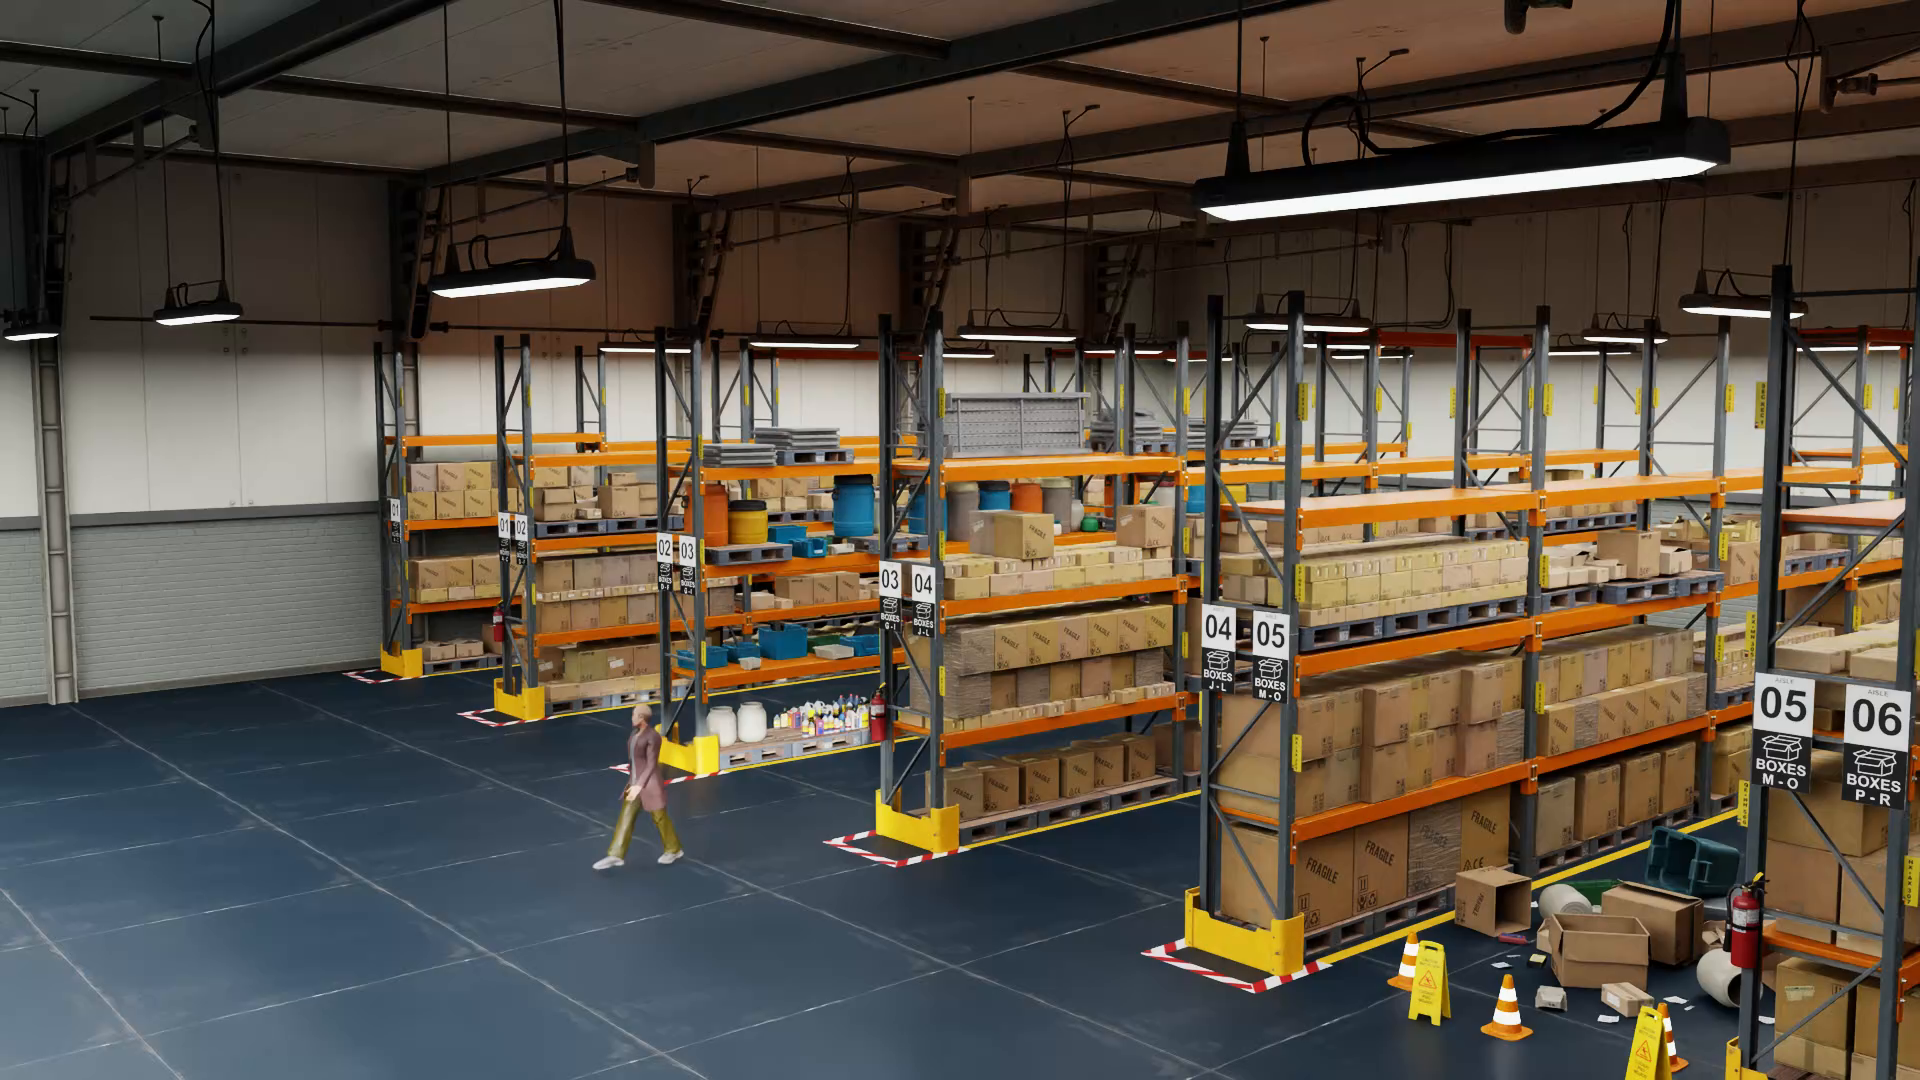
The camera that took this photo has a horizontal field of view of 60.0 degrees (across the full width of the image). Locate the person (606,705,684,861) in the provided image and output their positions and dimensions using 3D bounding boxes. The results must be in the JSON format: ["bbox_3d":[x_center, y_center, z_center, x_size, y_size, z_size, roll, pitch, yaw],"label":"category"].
[{"bbox_3d":[-3.405,2.605,17.925,0.836,1.671,0.609,-5,7,-42],"label":"person"}]
